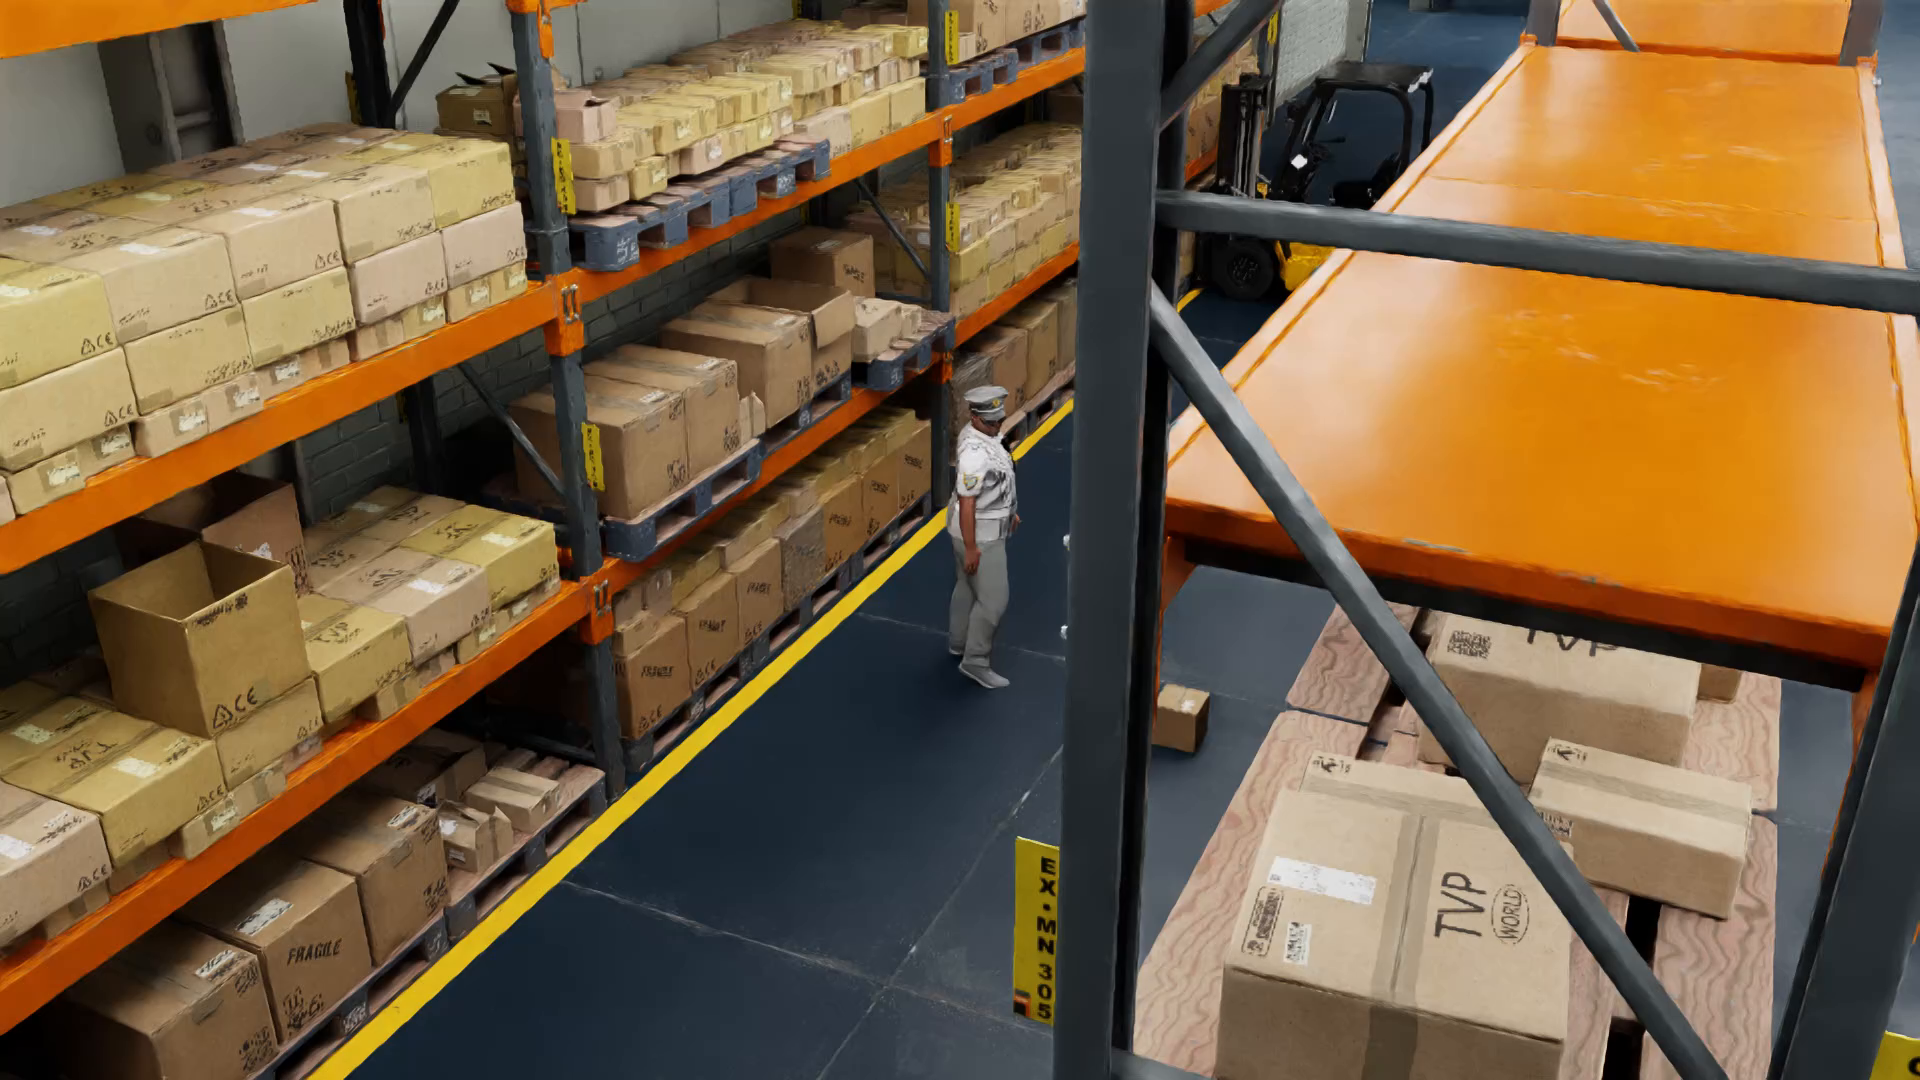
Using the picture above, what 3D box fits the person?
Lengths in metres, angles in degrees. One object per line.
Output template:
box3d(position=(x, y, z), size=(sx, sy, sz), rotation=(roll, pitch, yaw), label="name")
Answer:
box3d(position=(0.153, -0.041, 9.528), size=(0.432, 1.802, 0.602), rotation=(-2, 26, -3), label="person")
